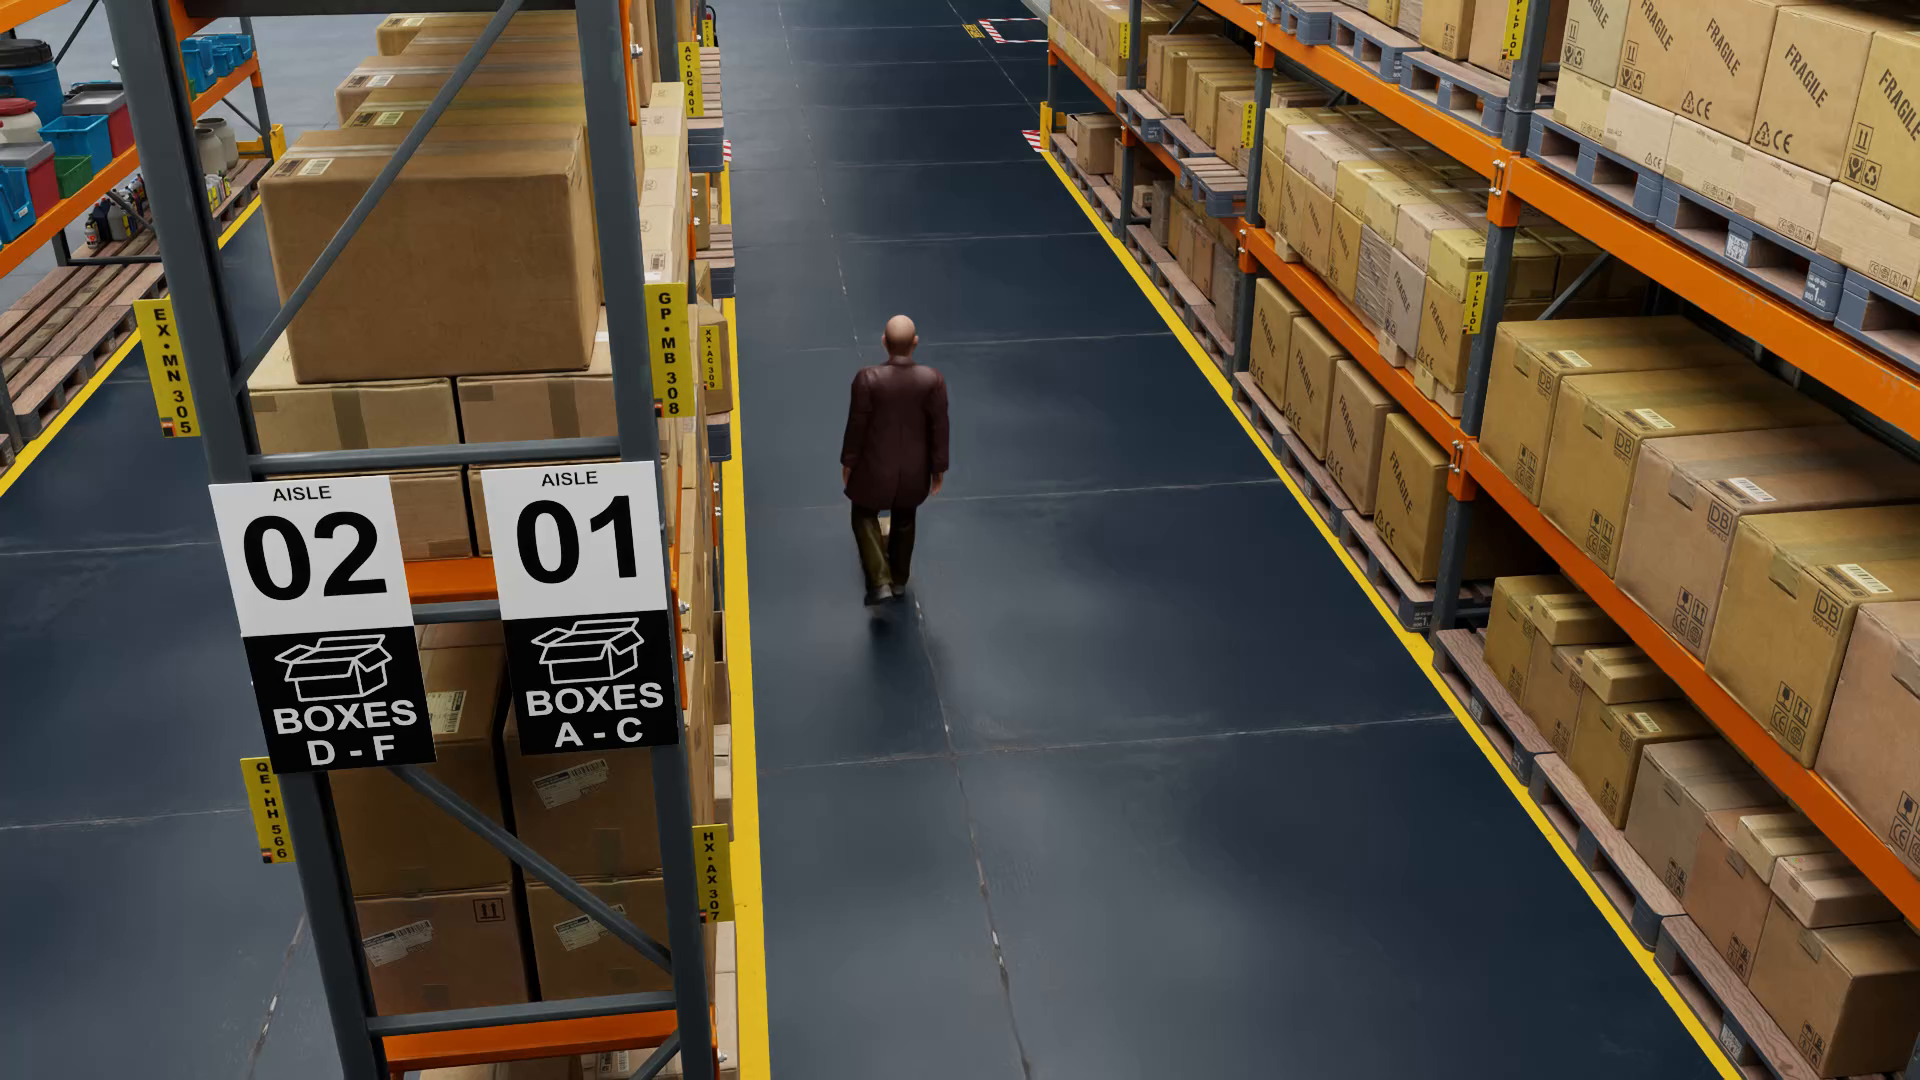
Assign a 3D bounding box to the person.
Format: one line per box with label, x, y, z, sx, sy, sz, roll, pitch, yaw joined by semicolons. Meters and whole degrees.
person;-0.388;-0.446;9.484;0.606;1.772;0.776;-6;28;-13
